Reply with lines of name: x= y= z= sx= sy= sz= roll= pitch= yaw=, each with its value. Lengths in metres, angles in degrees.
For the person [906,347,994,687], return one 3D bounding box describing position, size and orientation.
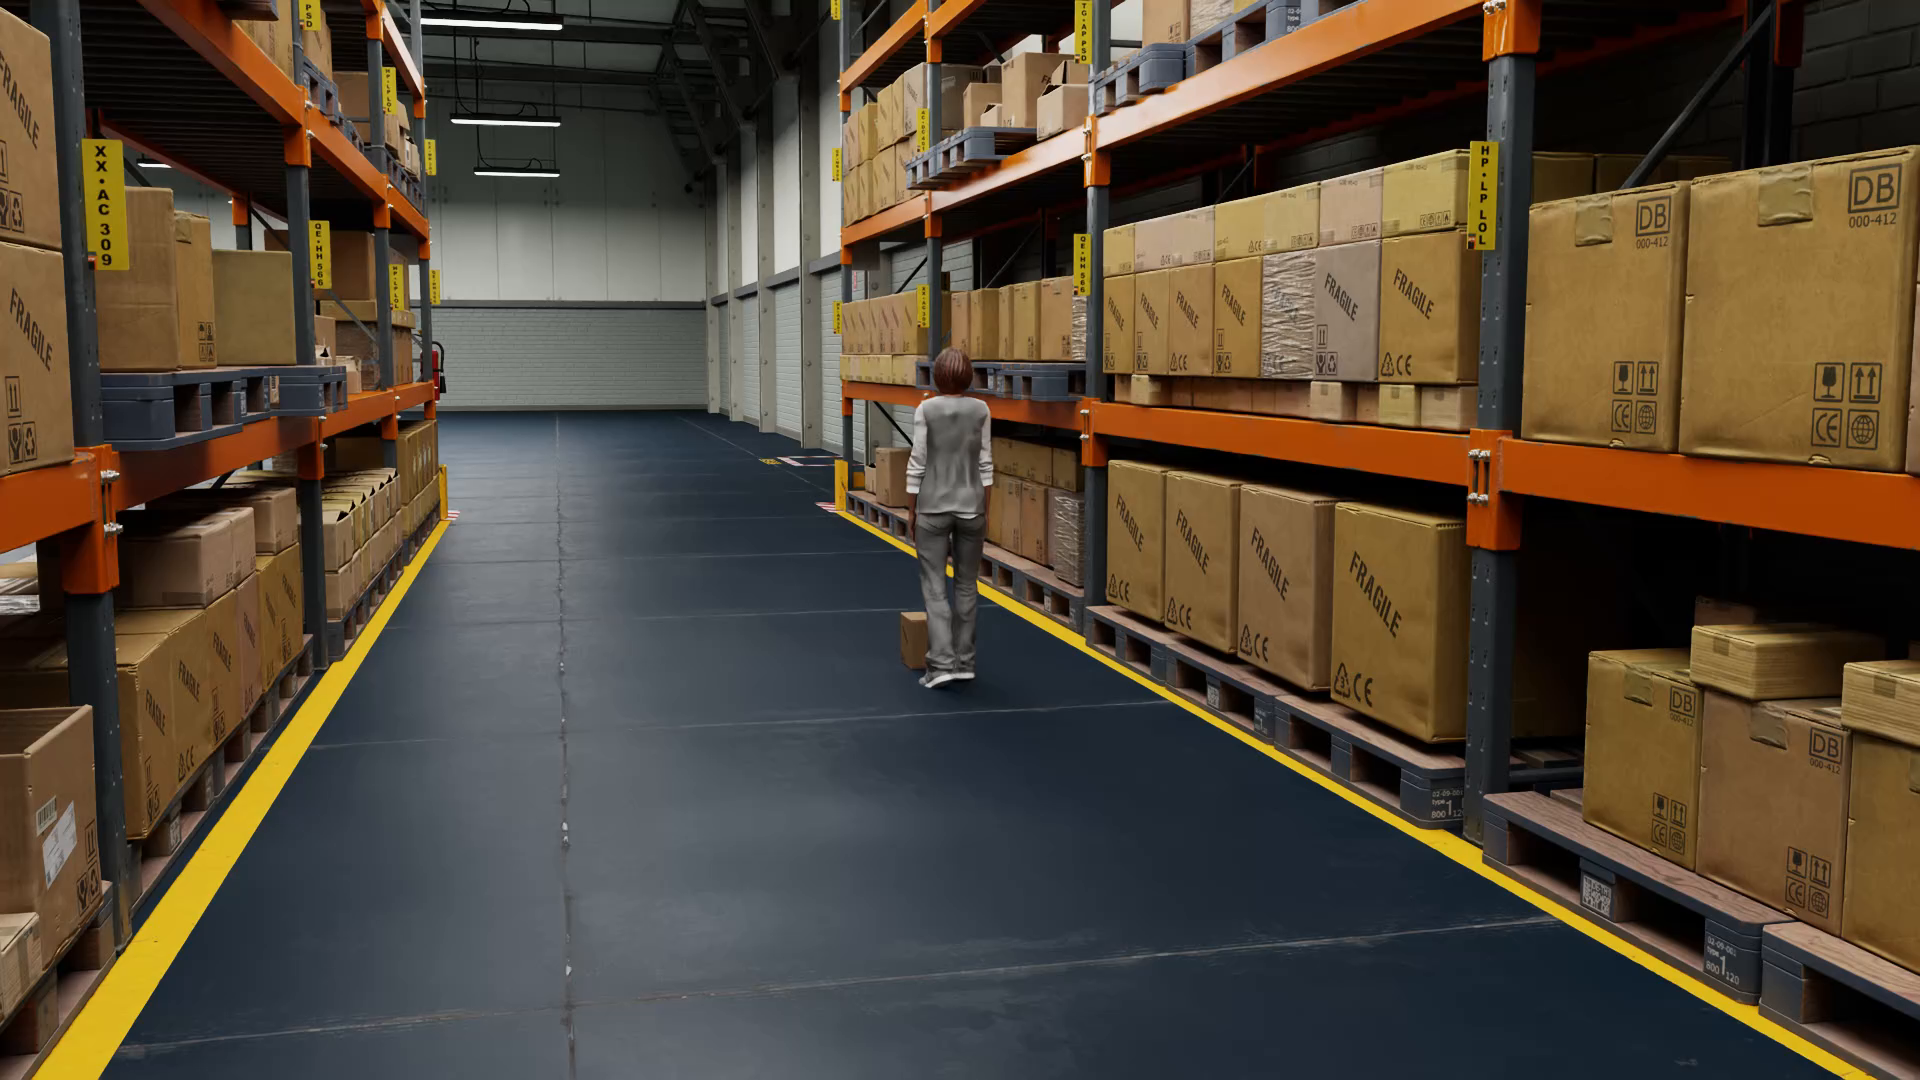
person: x=-0.051 y=-0.096 z=7.895 sx=0.420 sy=1.630 sz=0.420 roll=-1 pitch=6 yaw=-12
